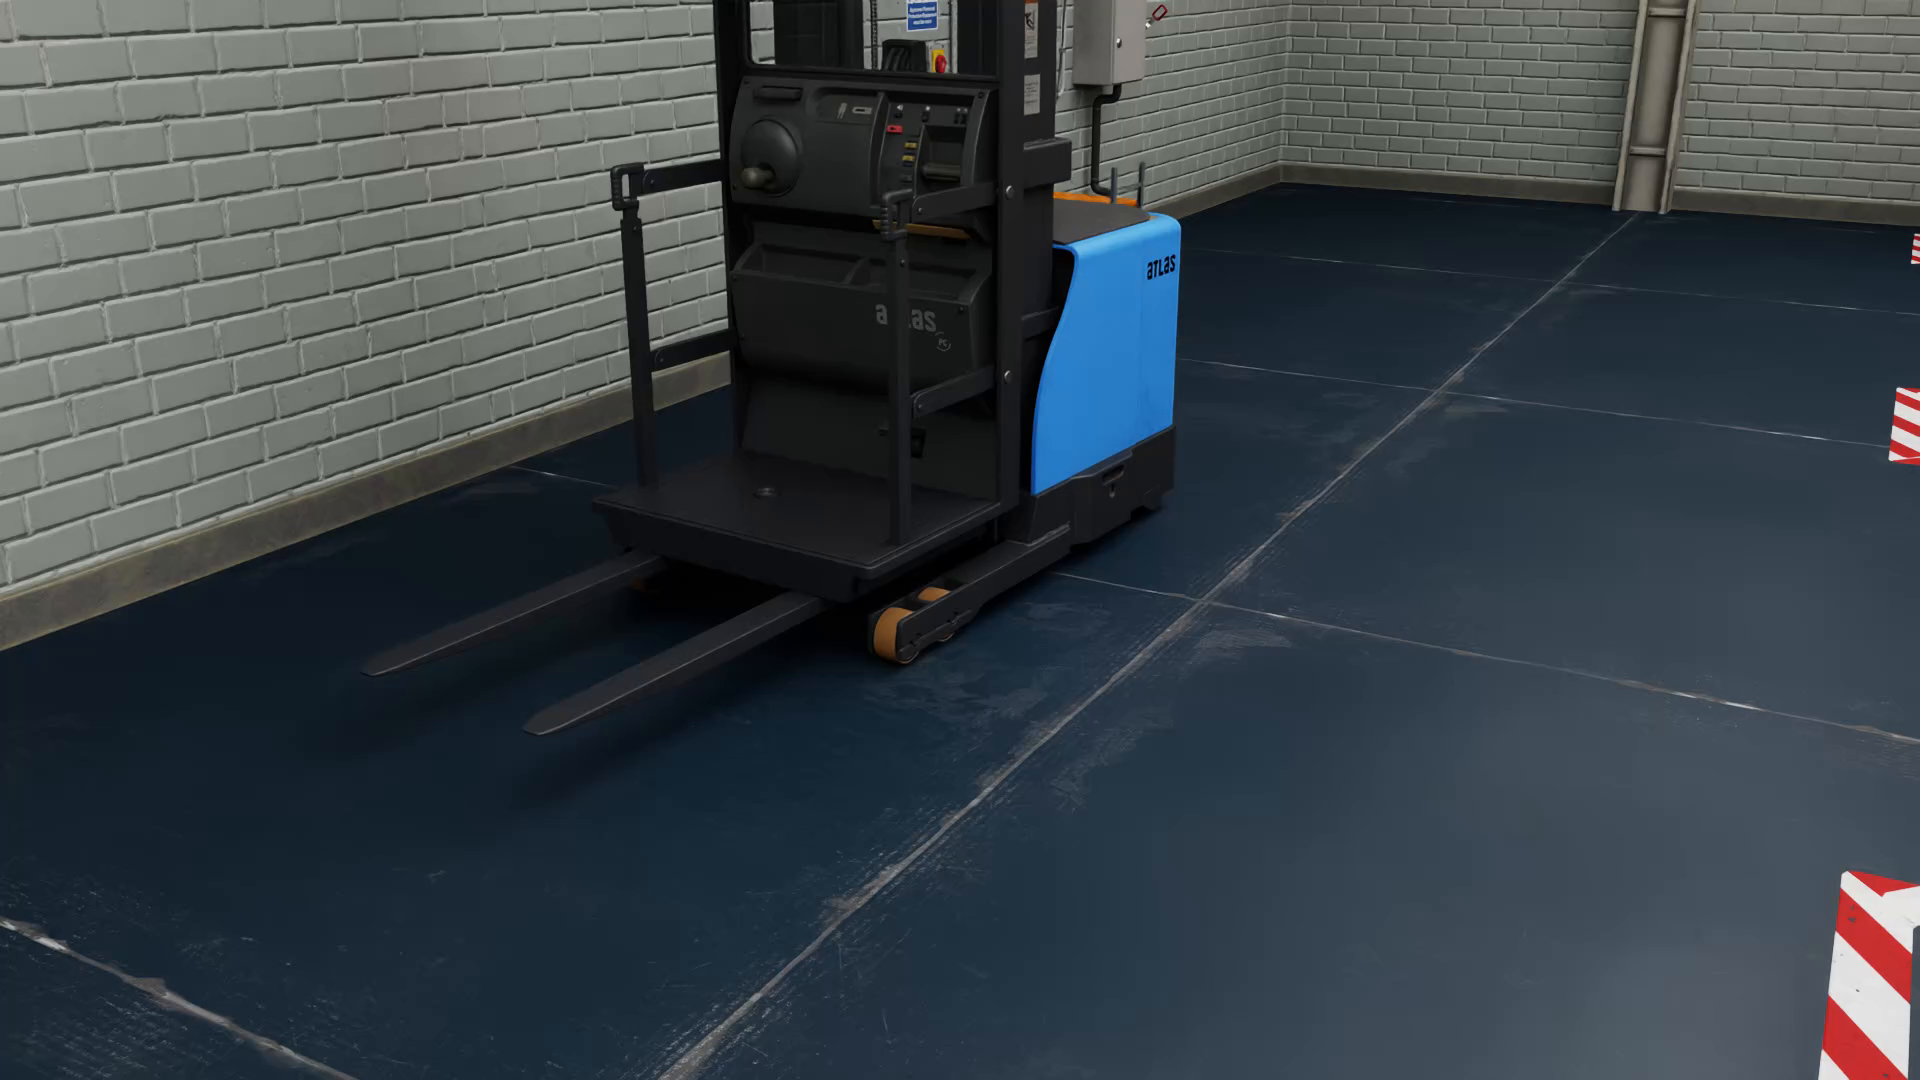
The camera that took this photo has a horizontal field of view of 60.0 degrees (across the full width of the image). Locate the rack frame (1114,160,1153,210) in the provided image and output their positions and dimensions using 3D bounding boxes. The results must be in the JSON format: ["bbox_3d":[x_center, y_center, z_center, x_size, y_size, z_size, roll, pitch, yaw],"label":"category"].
[{"bbox_3d":[0.633,-0.846,6.416,0.015,1.200,0.240,14,21,34],"label":"rack frame"}]

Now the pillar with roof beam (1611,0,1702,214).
[{"bbox_3d":[3.216,-5.527,7.904,0.400,9.000,9.100,11,23,27],"label":"pillar with roof beam"}]

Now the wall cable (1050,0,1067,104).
[{"bbox_3d":[0.560,-3.625,9.971,0.122,1.984,0.588,11,23,27],"label":"wall cable"}]

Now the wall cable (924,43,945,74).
[{"bbox_3d":[-0.121,-3.216,8.796,0.123,1.953,0.585,11,23,27],"label":"wall cable"}]

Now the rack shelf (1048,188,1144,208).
[{"bbox_3d":[0.454,-1.272,6.439,0.480,0.148,0.258,14,21,34],"label":"rack shelf"}]

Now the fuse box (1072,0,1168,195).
[{"bbox_3d":[1.030,-2.719,10.852,0.414,1.711,0.539,11,23,27],"label":"fuse box"}]

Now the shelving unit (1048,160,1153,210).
[{"bbox_3d":[0.438,-0.897,6.554,0.503,1.200,0.258,14,21,34],"label":"shelving unit"}]

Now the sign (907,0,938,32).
[{"bbox_3d":[-0.198,-2.847,8.917,0.001,0.218,0.327,11,23,27],"label":"sign"}]

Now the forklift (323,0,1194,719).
[{"bbox_3d":[-0.484,-1.211,4.905,1.130,2.935,3.031,16,25,36],"label":"forklift"}]
